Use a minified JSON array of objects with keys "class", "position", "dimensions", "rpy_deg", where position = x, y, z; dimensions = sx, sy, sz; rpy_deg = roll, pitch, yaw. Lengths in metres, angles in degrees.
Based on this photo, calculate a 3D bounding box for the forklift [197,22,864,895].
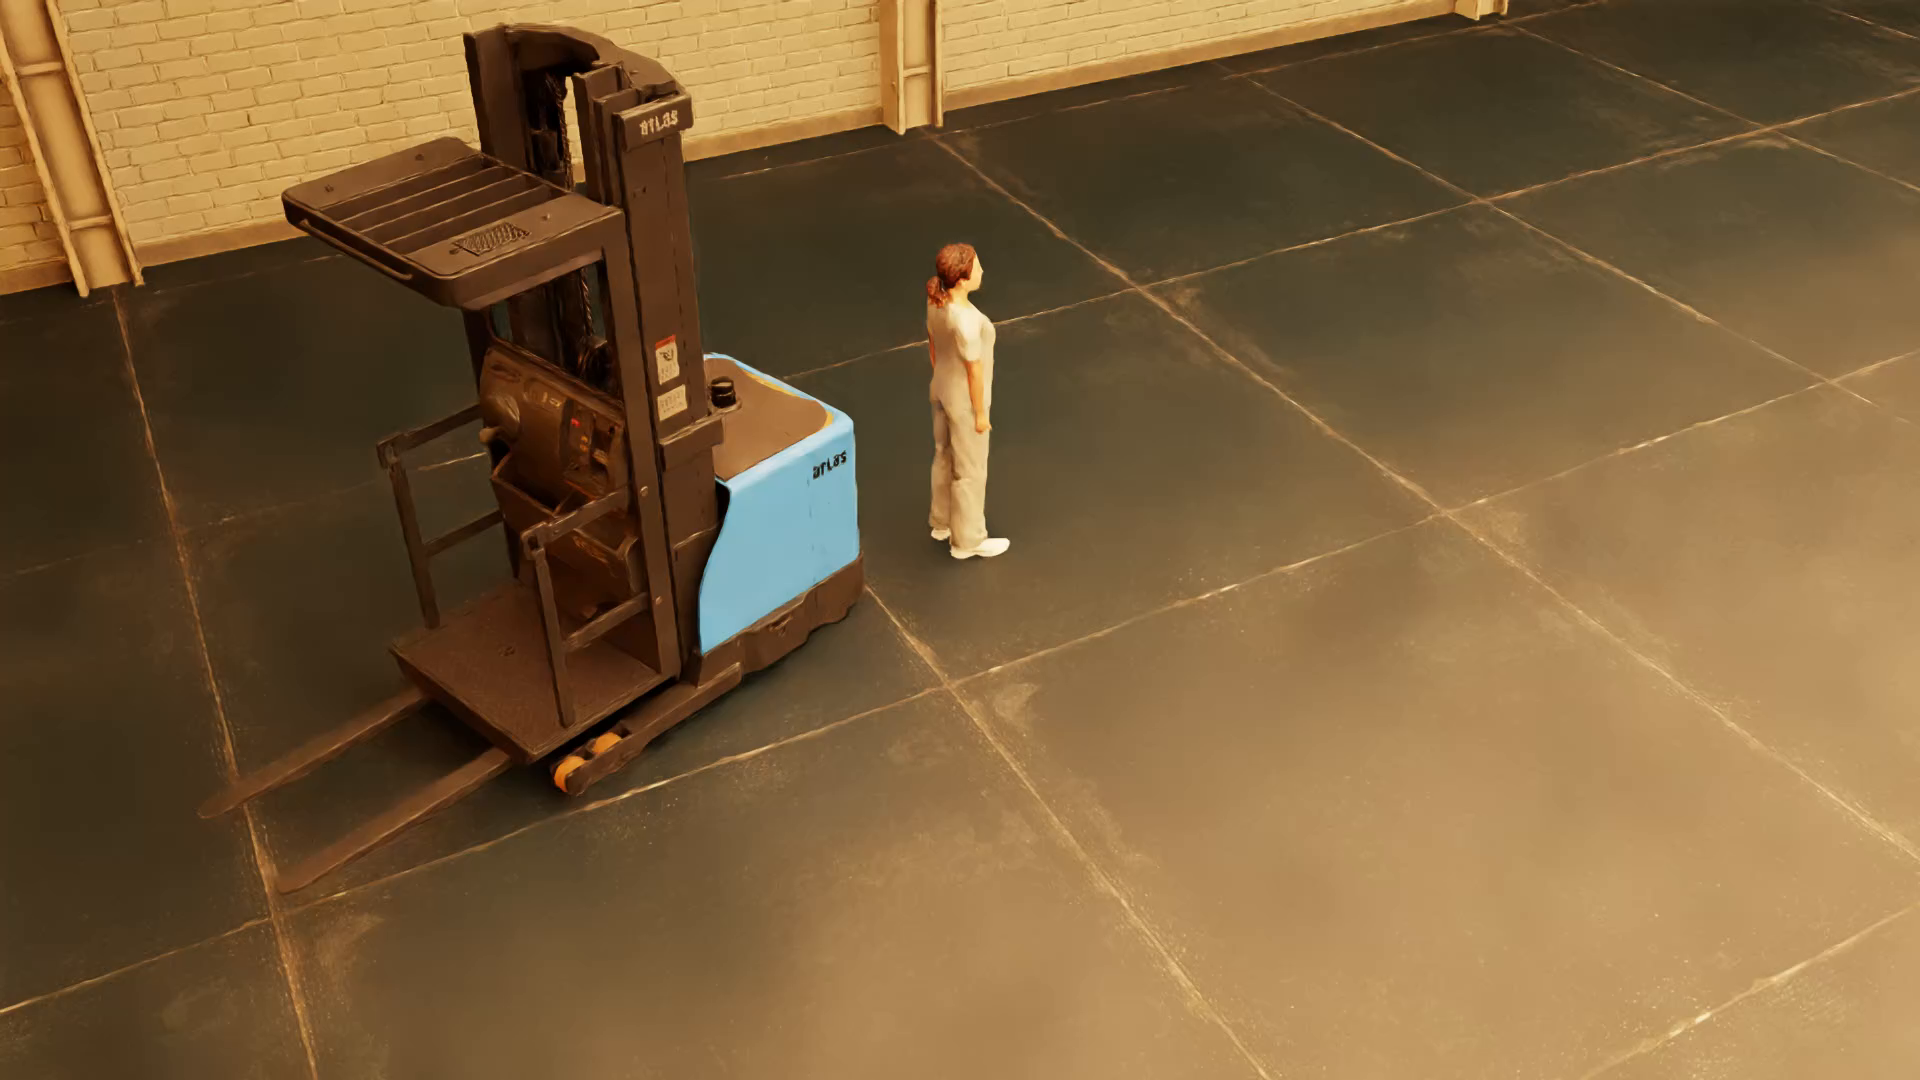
[{"class":"forklift","position":[-1.829,-0.438,6.743],"dimensions":[1.130,2.935,3.031],"rpy_deg":[27,44,33]}]

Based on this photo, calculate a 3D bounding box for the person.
[{"class":"person","position":[0.007,-0.686,8.184],"dimensions":[0.365,1.673,0.432],"rpy_deg":[-17,39,-23]}]
